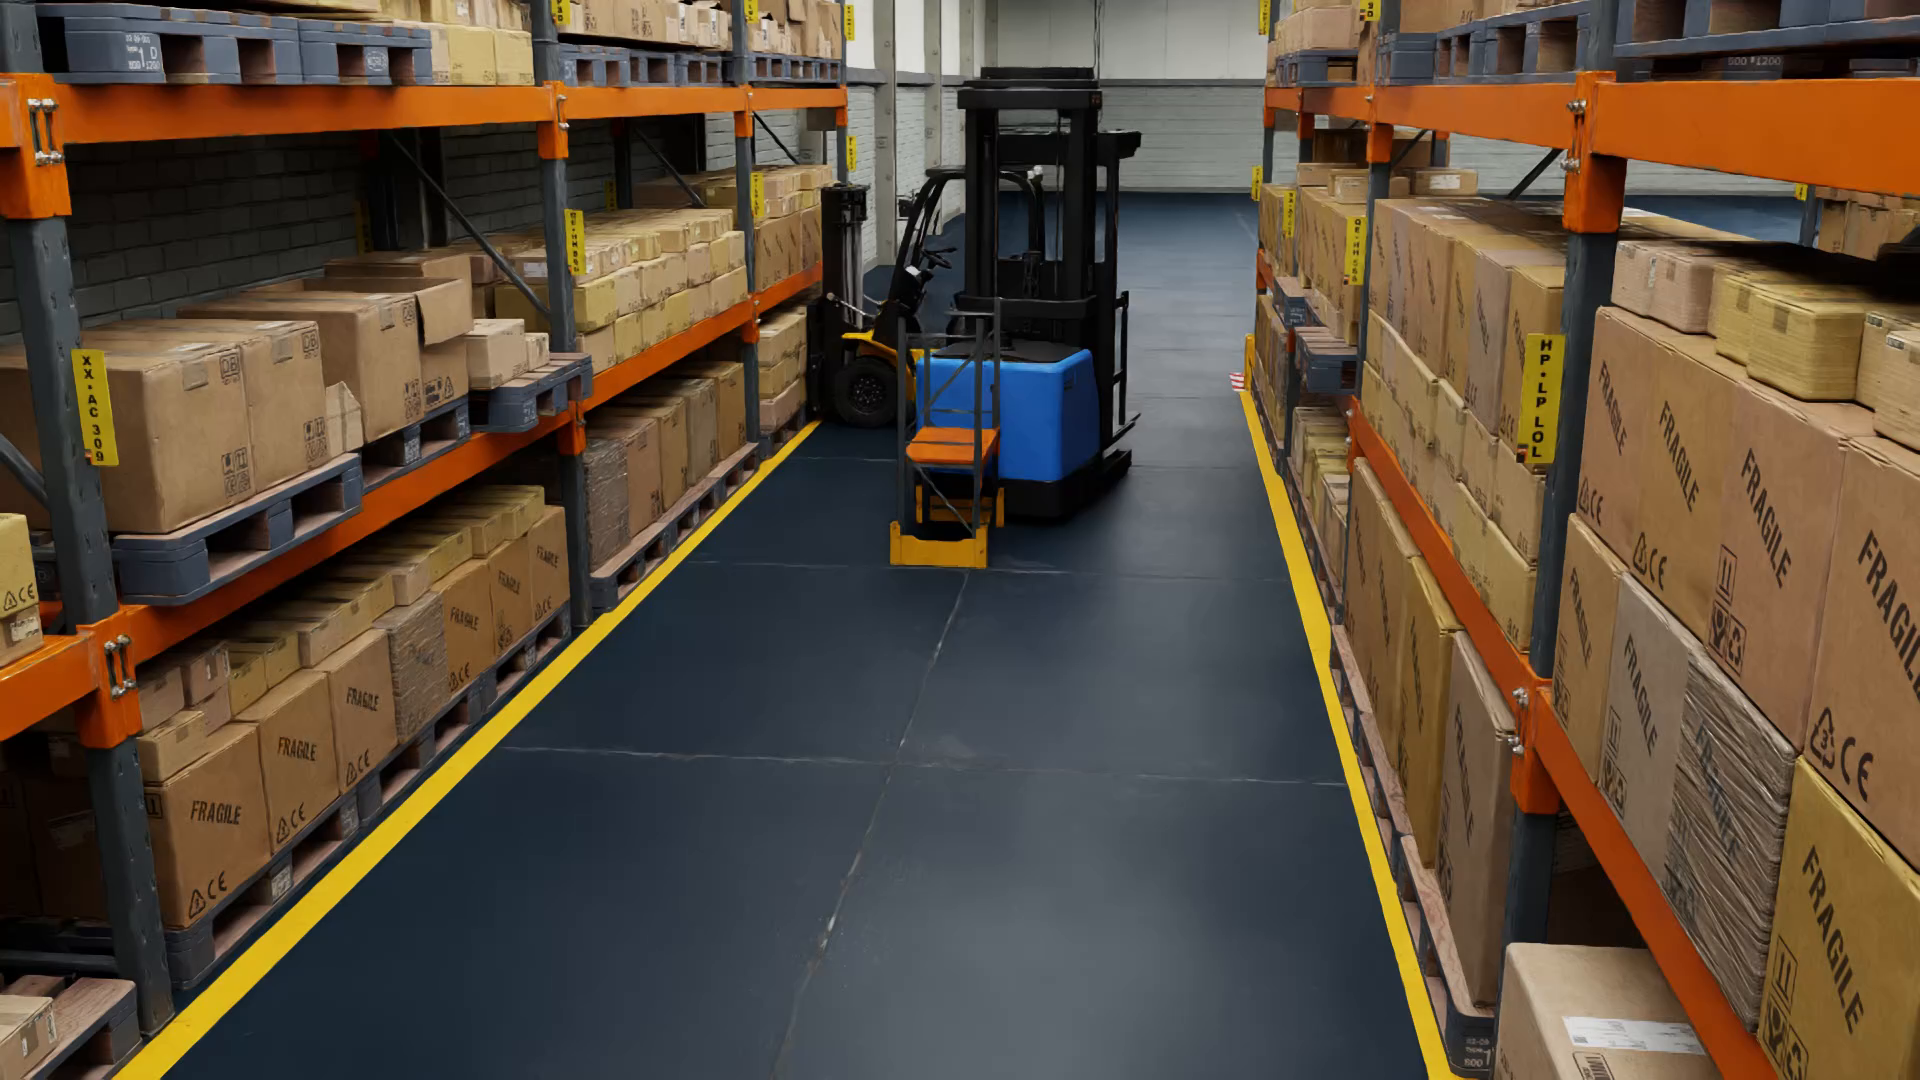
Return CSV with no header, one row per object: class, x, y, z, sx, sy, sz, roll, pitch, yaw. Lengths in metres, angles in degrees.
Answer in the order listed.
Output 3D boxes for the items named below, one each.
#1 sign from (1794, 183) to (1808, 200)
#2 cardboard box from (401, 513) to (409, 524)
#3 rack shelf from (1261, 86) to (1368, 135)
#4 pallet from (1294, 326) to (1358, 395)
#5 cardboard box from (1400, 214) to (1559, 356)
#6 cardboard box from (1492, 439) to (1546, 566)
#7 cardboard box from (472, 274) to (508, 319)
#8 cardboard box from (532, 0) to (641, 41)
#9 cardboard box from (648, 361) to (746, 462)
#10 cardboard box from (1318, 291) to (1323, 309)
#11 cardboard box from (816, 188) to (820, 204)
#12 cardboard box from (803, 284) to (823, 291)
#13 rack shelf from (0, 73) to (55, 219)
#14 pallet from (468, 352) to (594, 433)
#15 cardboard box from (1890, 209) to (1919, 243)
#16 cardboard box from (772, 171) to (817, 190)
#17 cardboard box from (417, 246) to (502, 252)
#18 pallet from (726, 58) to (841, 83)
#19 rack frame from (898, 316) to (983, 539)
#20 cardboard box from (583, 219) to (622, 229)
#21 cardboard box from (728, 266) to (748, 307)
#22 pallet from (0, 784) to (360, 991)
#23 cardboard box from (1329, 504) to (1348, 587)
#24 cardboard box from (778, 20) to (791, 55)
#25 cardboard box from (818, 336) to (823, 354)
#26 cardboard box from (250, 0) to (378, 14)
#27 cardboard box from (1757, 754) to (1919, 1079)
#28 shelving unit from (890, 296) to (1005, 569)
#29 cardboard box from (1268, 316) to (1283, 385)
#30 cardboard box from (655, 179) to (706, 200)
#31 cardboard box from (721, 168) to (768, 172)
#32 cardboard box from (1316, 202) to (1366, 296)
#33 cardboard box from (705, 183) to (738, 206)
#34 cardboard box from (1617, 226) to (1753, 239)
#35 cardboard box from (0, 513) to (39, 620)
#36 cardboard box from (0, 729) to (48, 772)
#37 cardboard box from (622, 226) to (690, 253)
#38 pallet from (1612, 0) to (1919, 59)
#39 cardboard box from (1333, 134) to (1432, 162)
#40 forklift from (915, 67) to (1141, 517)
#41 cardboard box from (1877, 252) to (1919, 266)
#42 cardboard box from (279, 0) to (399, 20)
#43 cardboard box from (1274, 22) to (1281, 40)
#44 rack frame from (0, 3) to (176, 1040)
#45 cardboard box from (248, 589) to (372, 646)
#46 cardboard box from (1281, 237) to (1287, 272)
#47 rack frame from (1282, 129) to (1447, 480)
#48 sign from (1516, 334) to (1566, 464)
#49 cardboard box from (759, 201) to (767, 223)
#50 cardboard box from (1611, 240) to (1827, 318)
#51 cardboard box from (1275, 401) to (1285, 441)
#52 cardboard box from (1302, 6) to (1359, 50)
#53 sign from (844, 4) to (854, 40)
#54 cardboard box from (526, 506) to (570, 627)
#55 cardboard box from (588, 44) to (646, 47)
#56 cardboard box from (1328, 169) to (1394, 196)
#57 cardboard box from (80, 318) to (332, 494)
sign,7.724,-3.283,15.248,0.100,0.325,0.005,2,15,6
cardboard box,-2.915,-0.114,8.079,0.380,0.149,0.250,2,15,8
rack shelf,3.120,-3.511,13.531,1.077,0.370,4.000,2,15,6
pallet,2.417,-0.949,8.794,1.213,0.211,1.003,2,15,6
cardboard box,2.024,-1.001,6.512,0.500,0.500,0.500,2,15,8
cardboard box,1.799,-0.107,4.641,0.500,0.250,0.500,2,15,6
cardboard box,-2.715,-1.293,9.026,0.500,0.250,0.500,2,15,8
cardboard box,-2.208,-3.061,9.301,0.700,0.500,0.500,1,15,5
cardboard box,-2.086,-0.957,12.201,0.875,0.625,0.625,2,15,9
cardboard box,2.342,-1.432,9.886,0.380,0.149,0.250,1,15,4
cardboard box,-1.460,-3.070,14.835,0.380,0.149,0.250,1,15,4
cardboard box,-1.329,-2.303,15.982,0.500,0.250,0.500,2,15,8
rack shelf,-3.167,-0.544,2.558,1.077,0.370,4.000,2,15,6
pallet,-2.497,-0.729,7.978,1.213,0.211,1.003,2,15,6
cardboard box,8.031,-2.361,13.358,0.875,0.550,0.500,2,15,6
cardboard box,-1.463,-3.146,14.546,0.380,0.149,0.250,2,15,7
cardboard box,-2.736,-1.522,9.110,0.380,0.149,0.250,2,15,8
pallet,-1.693,-4.297,15.229,1.003,0.211,1.213,2,15,6
rack frame,-0.121,-0.574,9.898,0.500,1.500,0.032,3,15,7
cardboard box,-2.464,-2.050,11.062,0.380,0.149,0.250,2,15,6
cardboard box,-1.836,-1.826,11.955,0.500,0.250,0.500,2,15,8
pallet,-2.887,1.172,5.922,1.003,0.211,1.213,2,15,6
cardboard box,2.516,0.066,8.903,0.950,0.372,0.625,1,15,2
cardboard box,-1.569,-4.047,13.396,0.396,0.266,0.258,1,15,5
cardboard box,-1.496,-1.661,14.565,0.500,0.250,0.500,2,15,6
cardboard box,-2.364,-2.005,6.068,0.380,0.149,0.250,2,15,8
cardboard box,1.496,0.642,2.350,0.500,0.500,0.500,2,15,8
shelving unit,-0.057,-0.703,10.376,0.587,1.500,1.083,3,15,7
cardboard box,2.806,-1.554,13.691,0.500,0.500,0.500,3,15,9
cardboard box,-2.217,-2.766,13.141,0.380,0.149,0.250,2,15,6
cardboard box,-1.959,-3.299,15.111,0.380,0.149,0.250,2,15,7
cardboard box,2.321,-1.640,9.414,0.500,0.500,0.500,1,15,2
cardboard box,-1.708,-2.616,12.584,0.380,0.149,0.250,2,15,7
cardboard box,2.467,-0.850,5.952,0.500,0.500,0.500,1,15,5
cardboard box,-2.756,0.106,4.240,0.500,0.250,0.500,2,15,8
cardboard box,-3.186,0.625,5.345,0.380,0.149,0.250,1,15,4
cardboard box,-1.924,-1.900,10.506,0.380,0.149,0.250,1,15,5
pallet,1.888,-1.010,3.073,1.003,0.211,1.213,2,15,6
cardboard box,3.322,-2.935,13.092,0.700,0.500,0.500,1,15,5
forklift,0.661,-1.906,12.094,1.130,2.935,3.031,5,16,19
cardboard box,2.135,-0.506,3.437,0.380,0.149,0.250,2,15,8
cardboard box,-2.462,-2.135,6.589,0.380,0.149,0.250,2,15,8
cardboard box,2.898,-4.363,14.256,0.380,0.149,0.250,2,15,6
rack frame,-2.941,0.038,4.774,1.000,3.000,0.127,2,15,6
cardboard box,-2.551,0.303,6.535,0.380,0.149,0.250,2,15,8
cardboard box,2.748,-2.340,12.806,0.500,0.500,0.500,2,15,8
rack frame,2.894,-1.891,11.910,1.000,3.000,0.127,2,15,6
sign,1.451,-0.351,4.146,0.100,0.325,0.005,2,15,6
cardboard box,-1.714,-2.540,12.875,0.380,0.149,0.250,2,15,8
cardboard box,1.698,-0.586,3.734,0.380,0.149,0.250,1,15,5
cardboard box,2.693,-0.928,12.811,0.500,0.250,0.500,2,15,9
cardboard box,2.338,-3.067,9.995,0.500,0.250,0.500,2,15,6
sign,-1.050,-4.892,15.715,0.100,0.325,0.005,2,15,6
cardboard box,-2.324,0.121,8.453,0.500,0.500,0.500,2,15,8
cardboard box,-2.238,-3.331,10.974,0.380,0.149,0.250,2,15,6
cardboard box,2.469,-2.203,10.253,0.380,0.149,0.250,3,15,9
cardboard box,-2.606,-0.466,5.642,0.700,0.500,0.500,2,15,7
